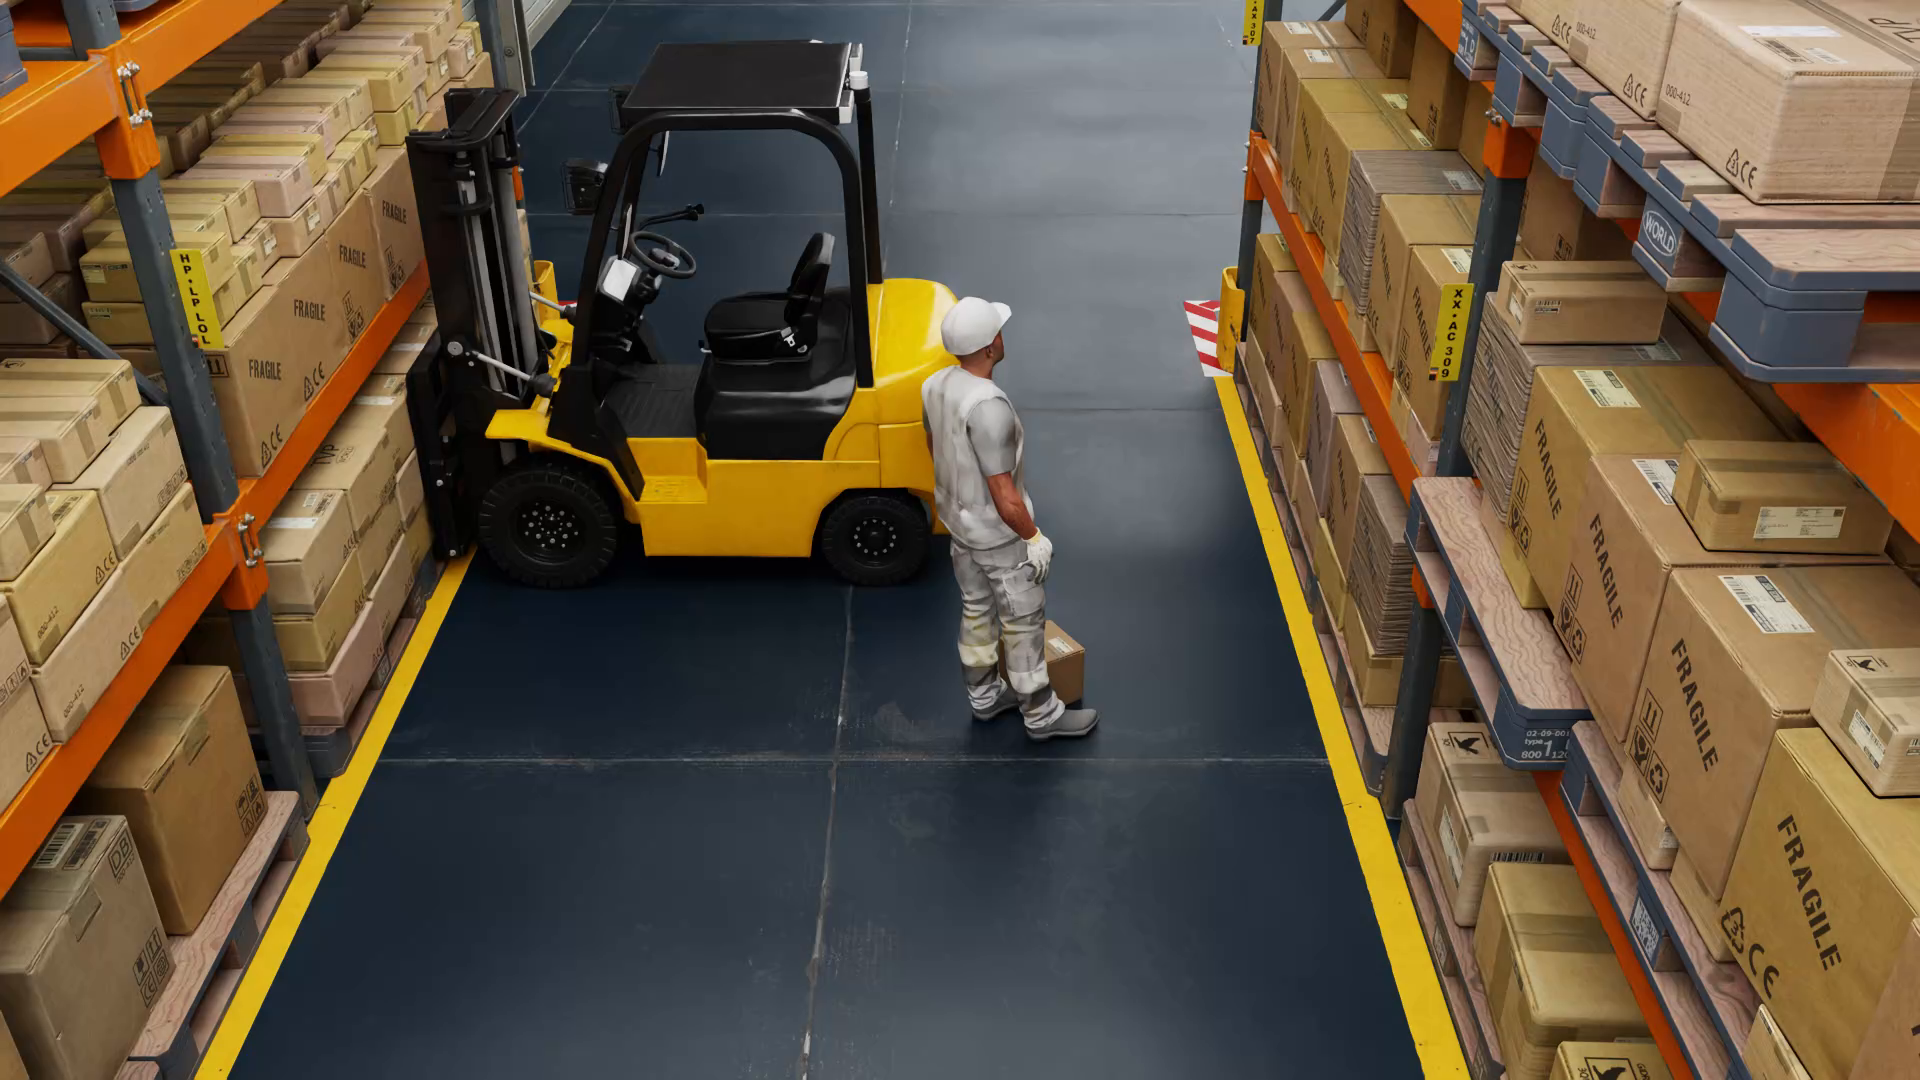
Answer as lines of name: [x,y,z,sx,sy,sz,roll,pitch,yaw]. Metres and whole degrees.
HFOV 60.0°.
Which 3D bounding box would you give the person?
person: [0.178,-0.081,6.225,0.564,1.787,0.637,-16,35,-25]
